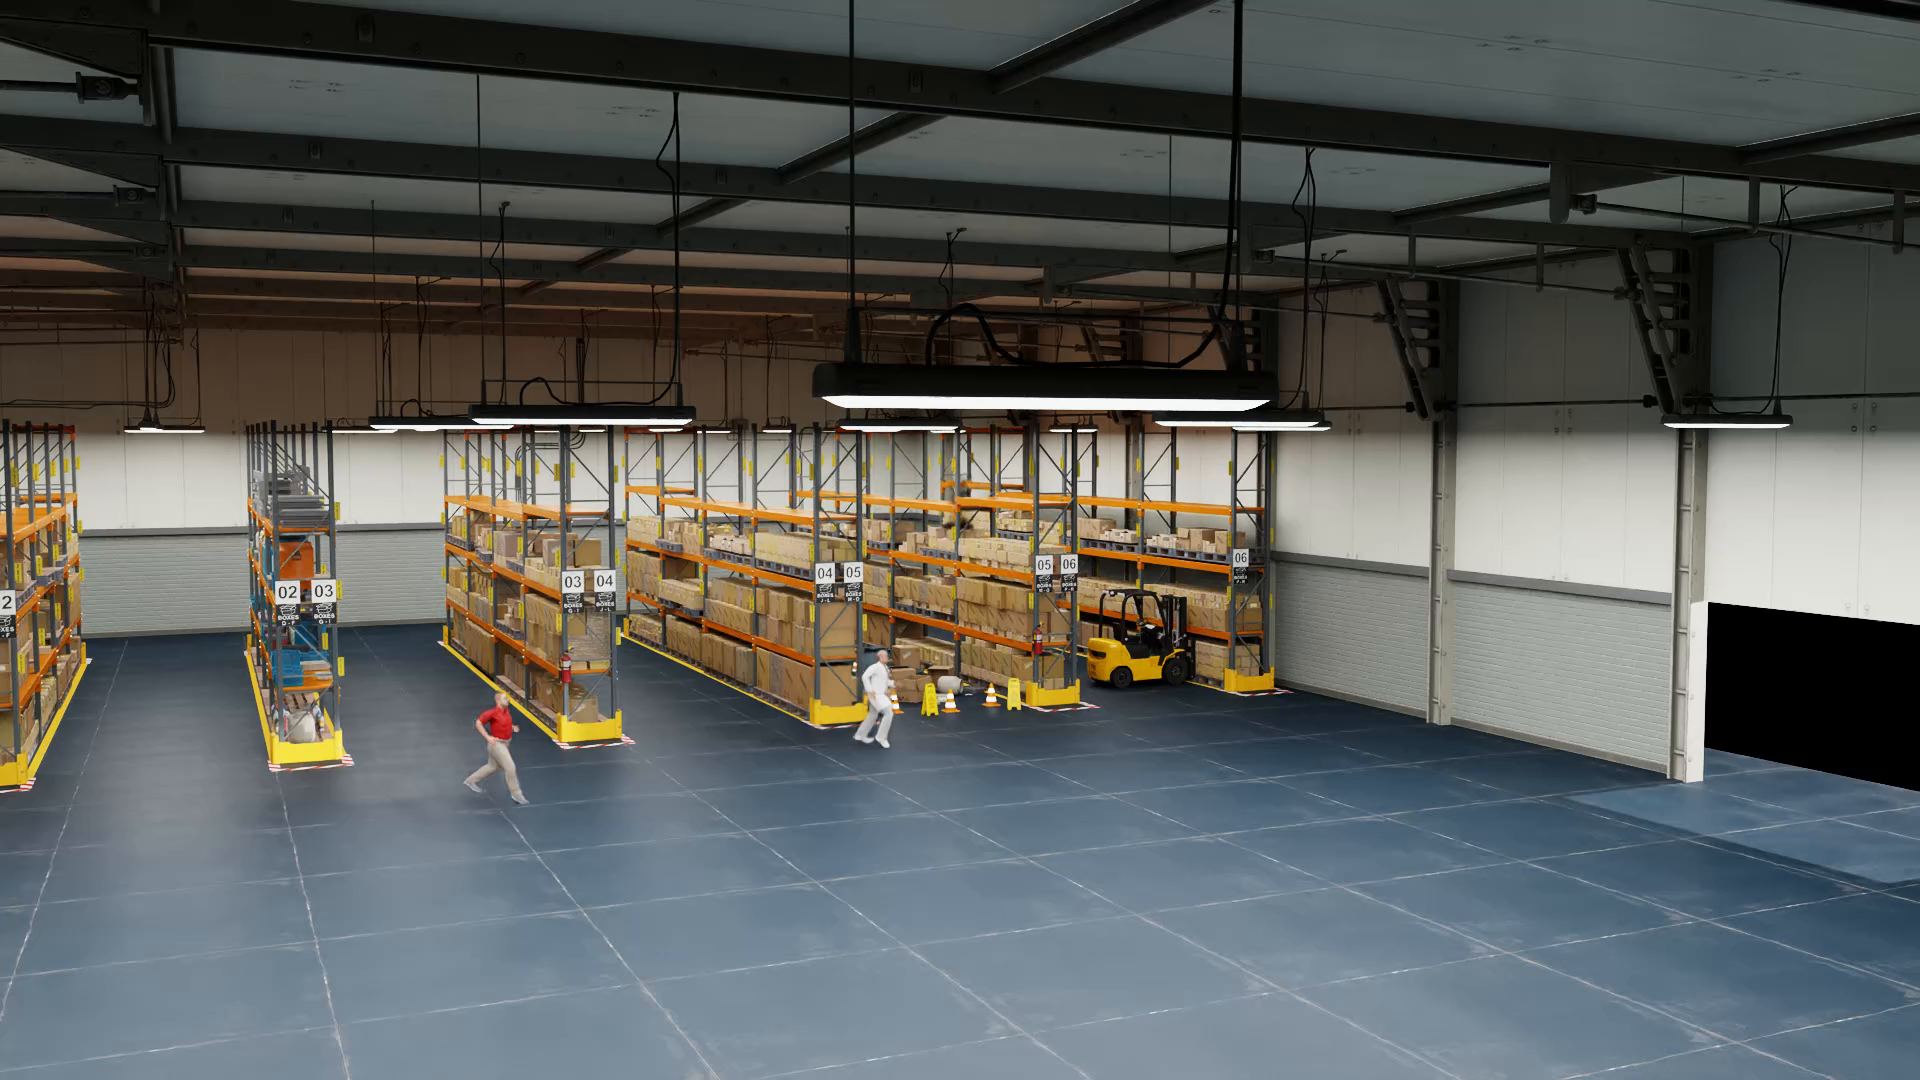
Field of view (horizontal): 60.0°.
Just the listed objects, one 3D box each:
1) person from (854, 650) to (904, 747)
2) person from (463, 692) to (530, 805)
[{"bbox_3d":[-1.515,2.944,30.710,0.936,1.830,0.636,0,4,7],"label":"person"},{"bbox_3d":[-7.234,3.260,25.983,1.067,1.780,0.625,0,4,1],"label":"person"}]
